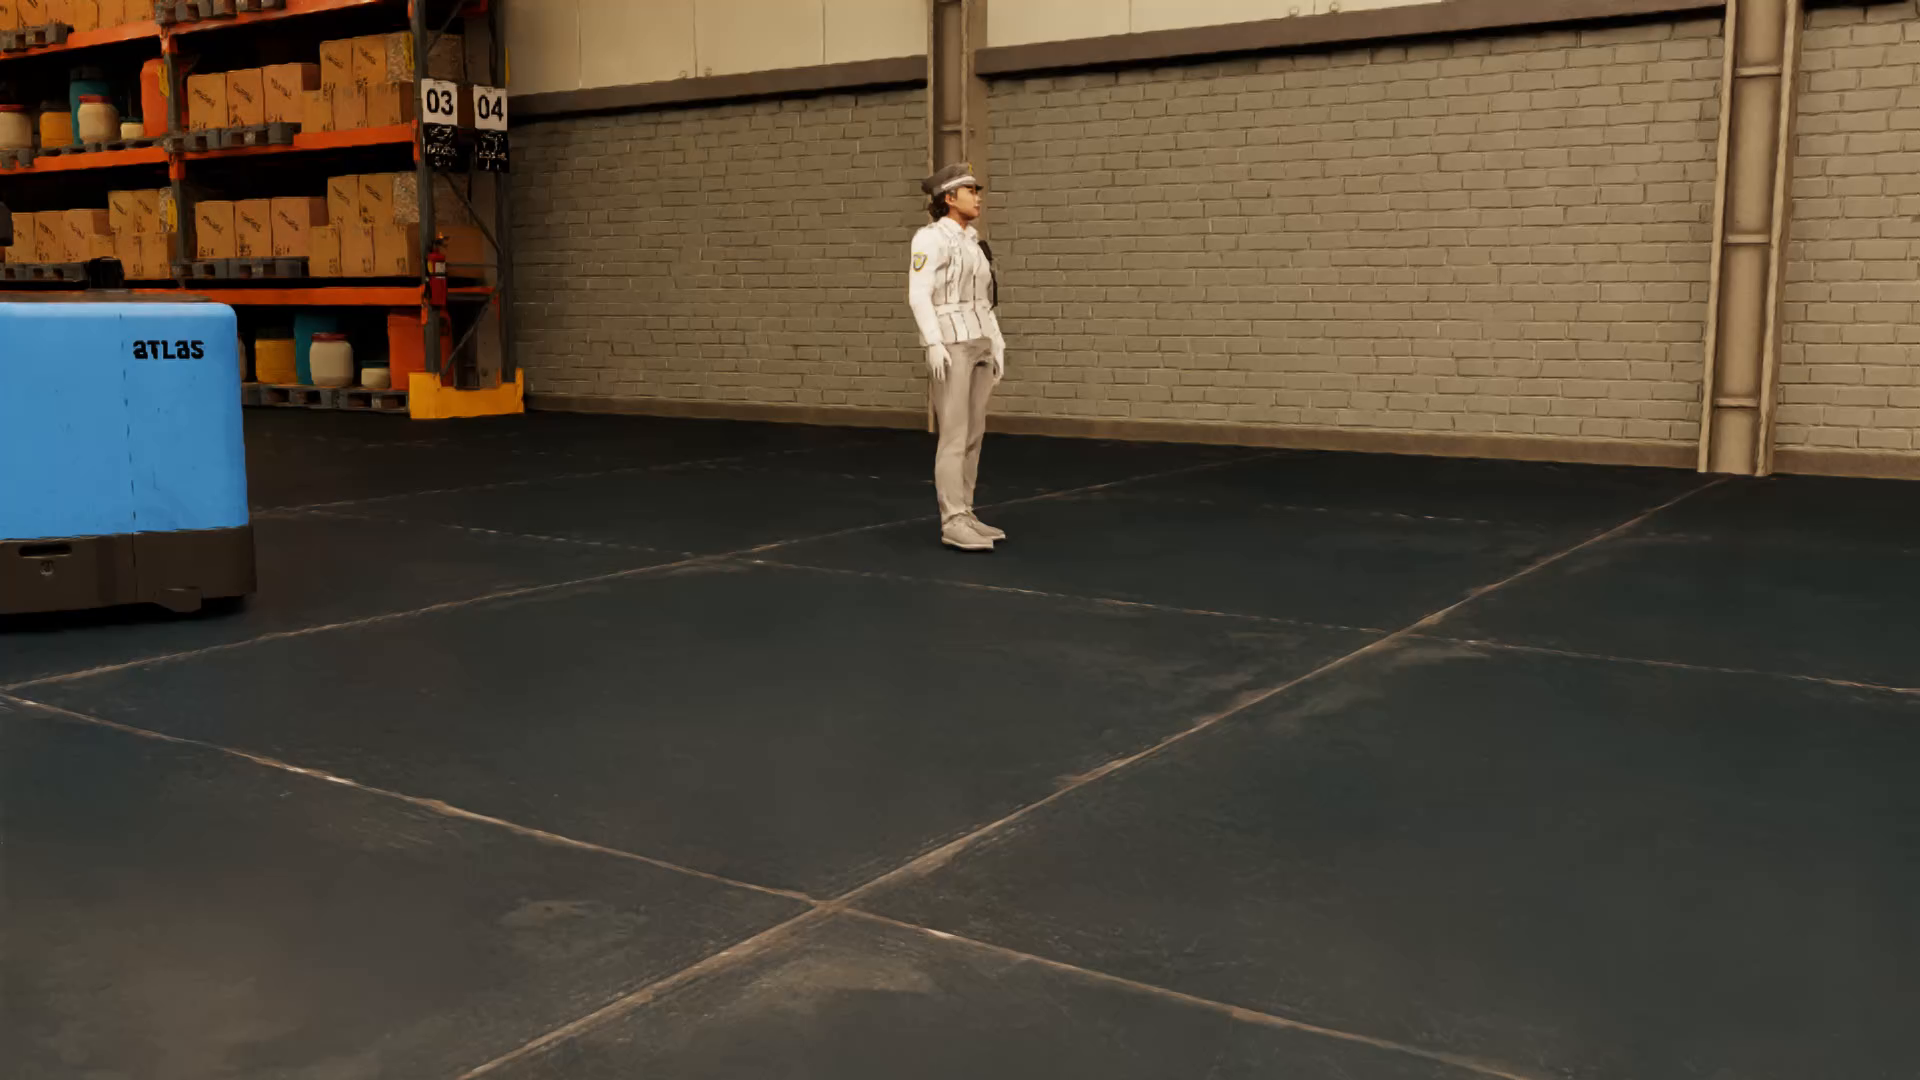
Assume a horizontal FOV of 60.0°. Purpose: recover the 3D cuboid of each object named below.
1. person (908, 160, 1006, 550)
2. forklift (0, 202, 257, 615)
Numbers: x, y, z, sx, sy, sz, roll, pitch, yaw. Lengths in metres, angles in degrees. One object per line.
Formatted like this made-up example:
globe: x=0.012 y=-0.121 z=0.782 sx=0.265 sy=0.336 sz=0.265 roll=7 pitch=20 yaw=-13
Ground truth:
person: x=0.052 y=-0.840 z=7.440 sx=0.532 sy=1.695 sz=0.586 roll=5 pitch=10 yaw=34
forklift: x=-4.013 y=-1.159 z=5.341 sx=3.031 sy=2.935 sz=1.130 roll=-4 pitch=9 yaw=-27
